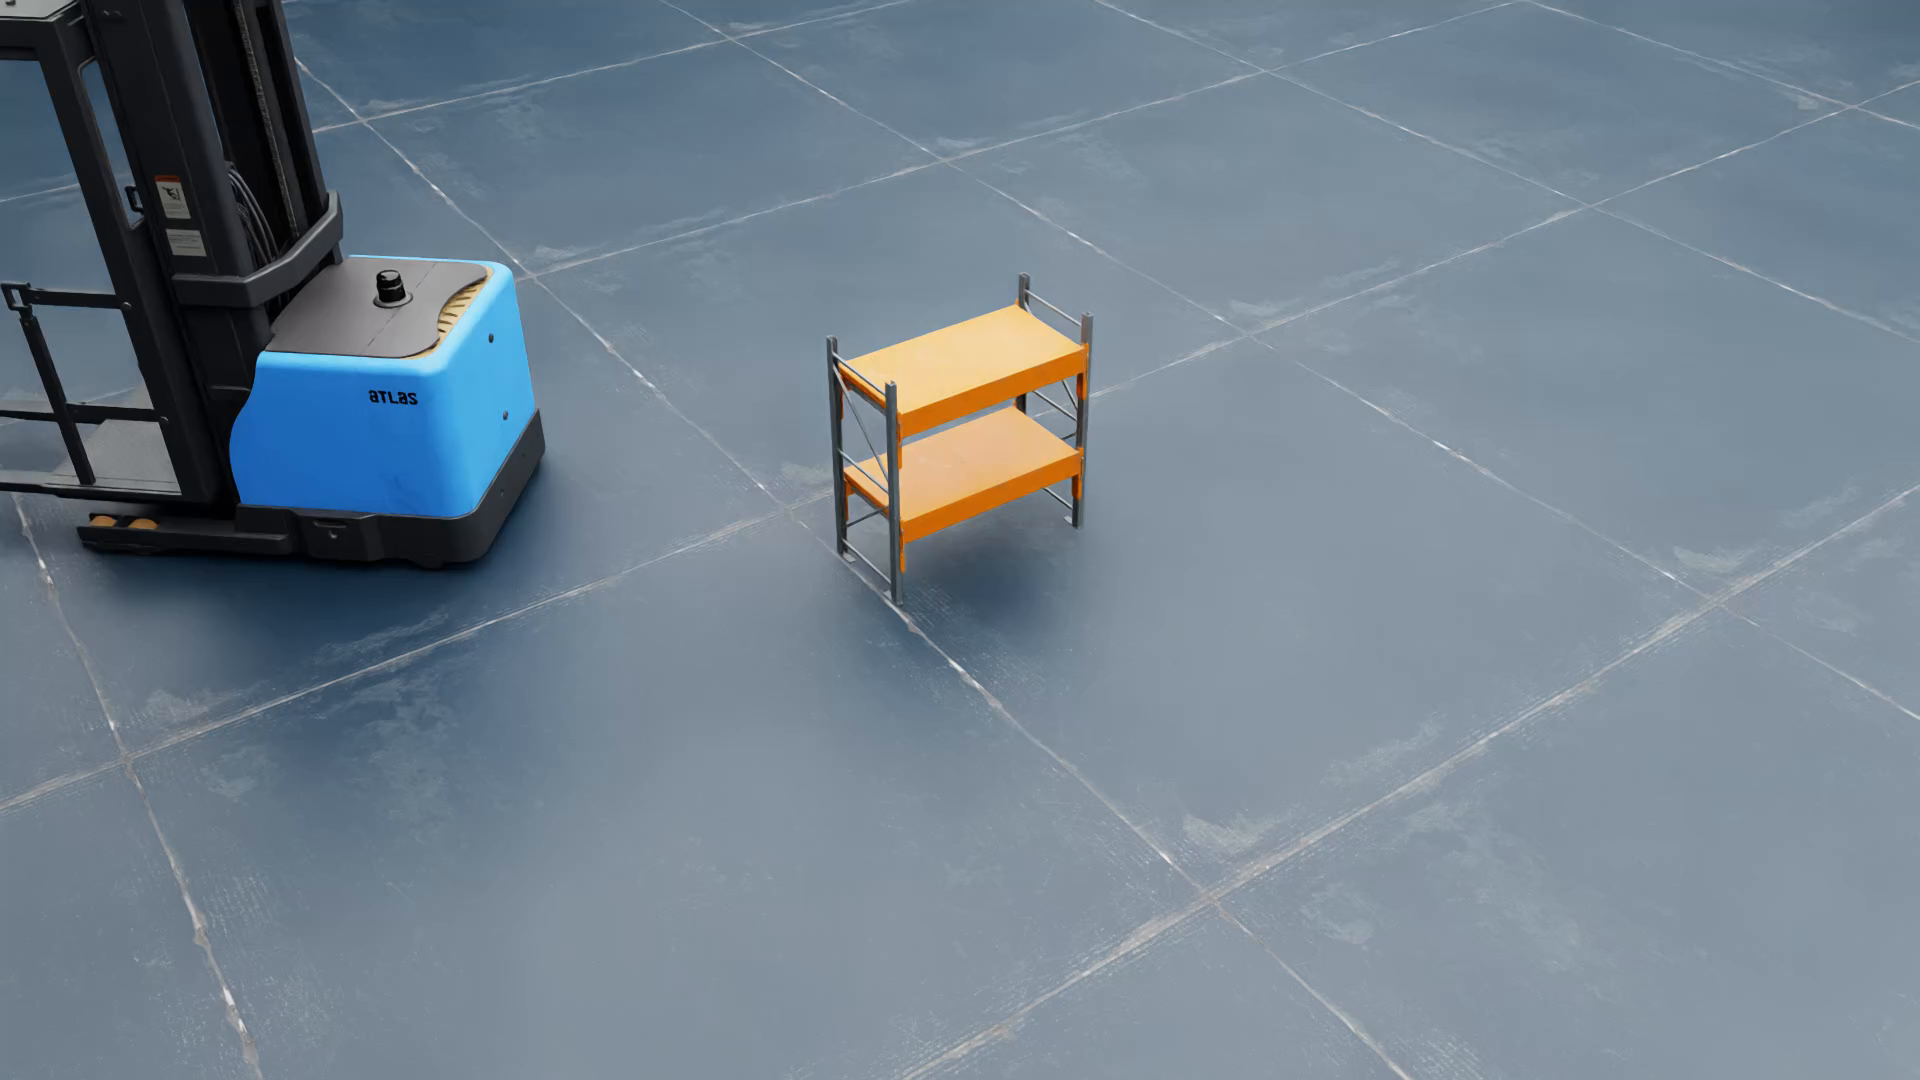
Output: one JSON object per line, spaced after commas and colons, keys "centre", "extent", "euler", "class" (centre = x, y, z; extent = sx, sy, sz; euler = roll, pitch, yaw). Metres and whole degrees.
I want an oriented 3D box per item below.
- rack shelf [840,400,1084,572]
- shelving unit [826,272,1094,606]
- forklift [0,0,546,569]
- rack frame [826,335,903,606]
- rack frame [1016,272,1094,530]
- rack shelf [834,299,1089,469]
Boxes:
{"centre": [0.006, -0.260, 7.567], "extent": [1.000, 0.278, 0.538], "euler": [-22, 41, -28], "class": "rack shelf"}
{"centre": [0.006, -0.459, 7.425], "extent": [1.048, 1.125, 0.538], "euler": [-22, 41, -28], "class": "shelving unit"}
{"centre": [-3.608, -1.425, 7.220], "extent": [3.031, 2.935, 1.130], "euler": [4, 36, 5], "class": "forklift"}
{"centre": [-0.410, -0.288, 7.187], "extent": [0.032, 1.125, 0.500], "euler": [-22, 41, -28], "class": "rack frame"}
{"centre": [0.421, -0.630, 7.662], "extent": [0.032, 1.125, 0.500], "euler": [-22, 41, -28], "class": "rack frame"}
{"centre": [0.006, -0.697, 7.254], "extent": [1.000, 0.278, 0.538], "euler": [-22, 41, -28], "class": "rack shelf"}
